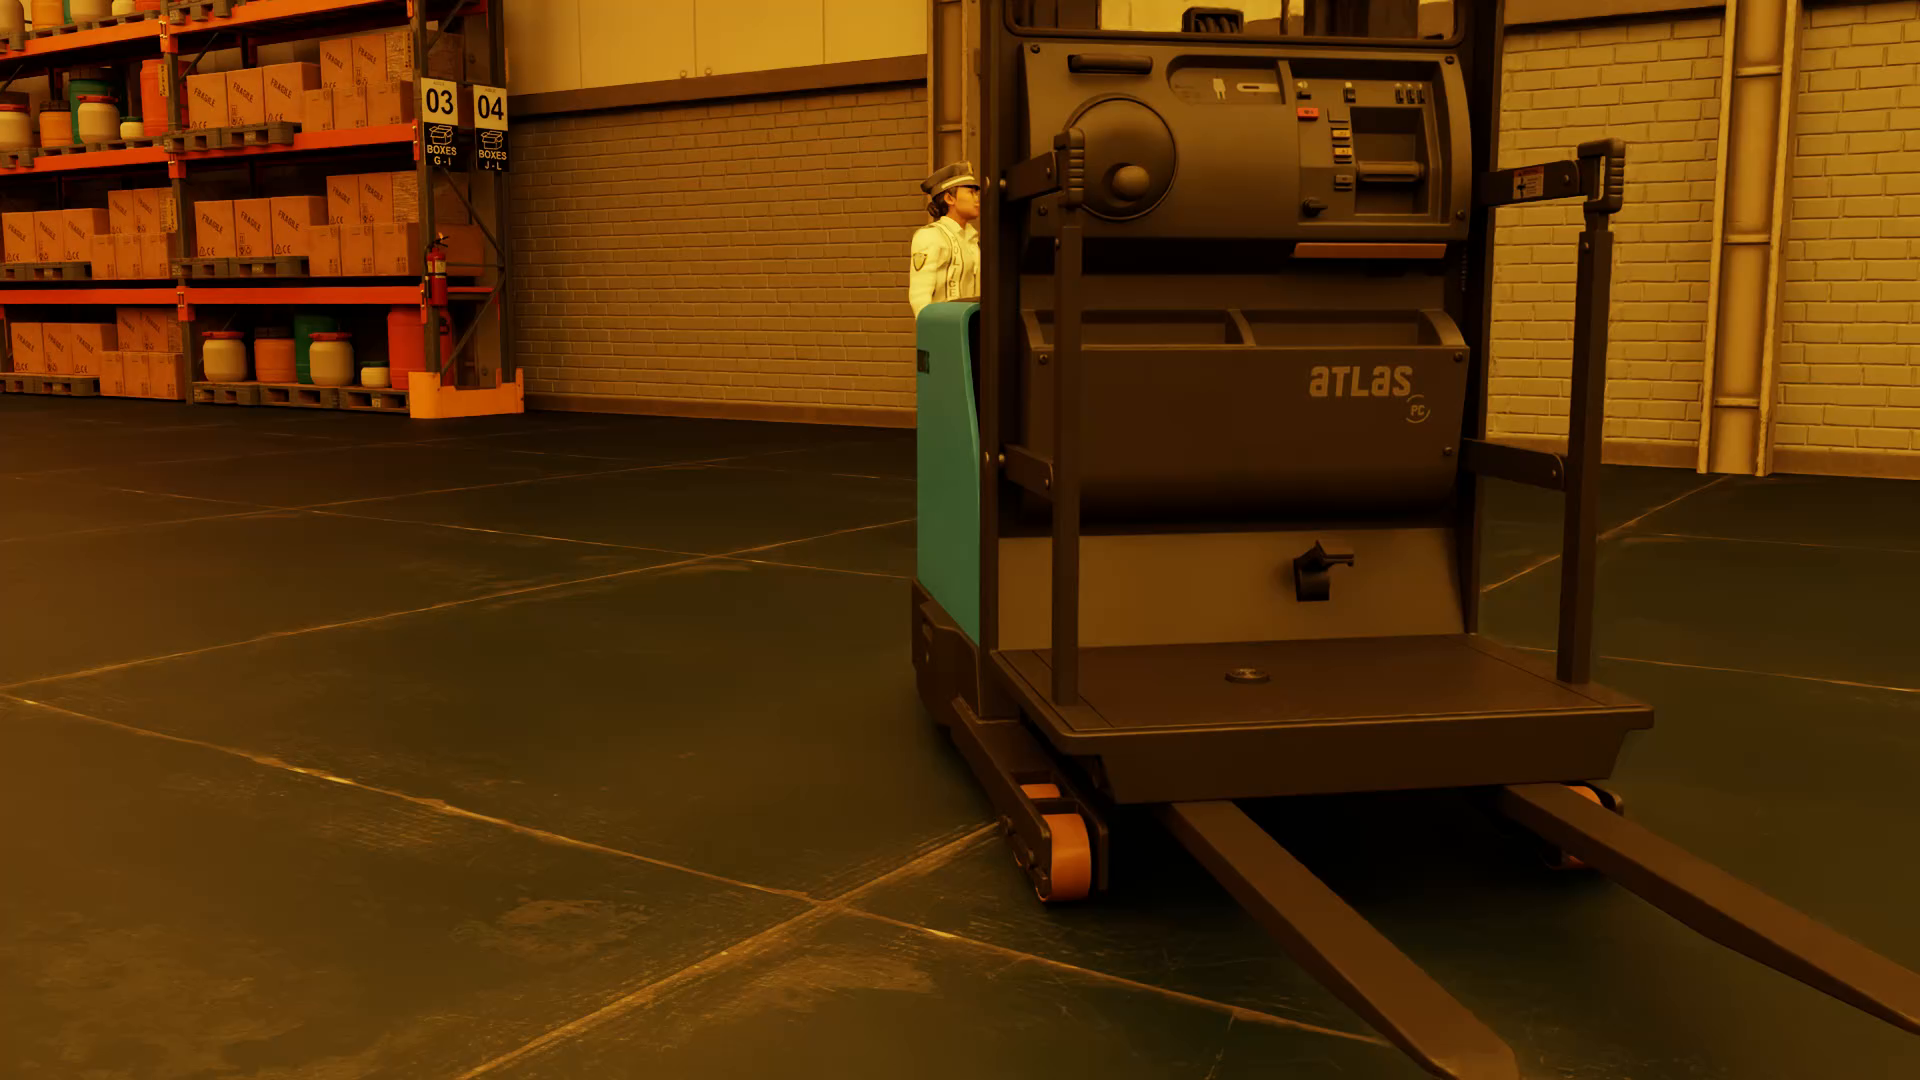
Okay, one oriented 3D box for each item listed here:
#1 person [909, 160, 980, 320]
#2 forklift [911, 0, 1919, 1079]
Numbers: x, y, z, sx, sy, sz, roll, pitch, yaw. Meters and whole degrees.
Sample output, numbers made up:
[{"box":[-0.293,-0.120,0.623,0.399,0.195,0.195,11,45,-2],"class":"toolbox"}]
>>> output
[{"box":[0.052,-0.834,7.442,0.533,1.685,0.588,5,10,34],"class":"person"},{"box":[0.627,-0.850,3.169,1.130,2.935,3.031,-1,8,-10],"class":"forklift"}]
